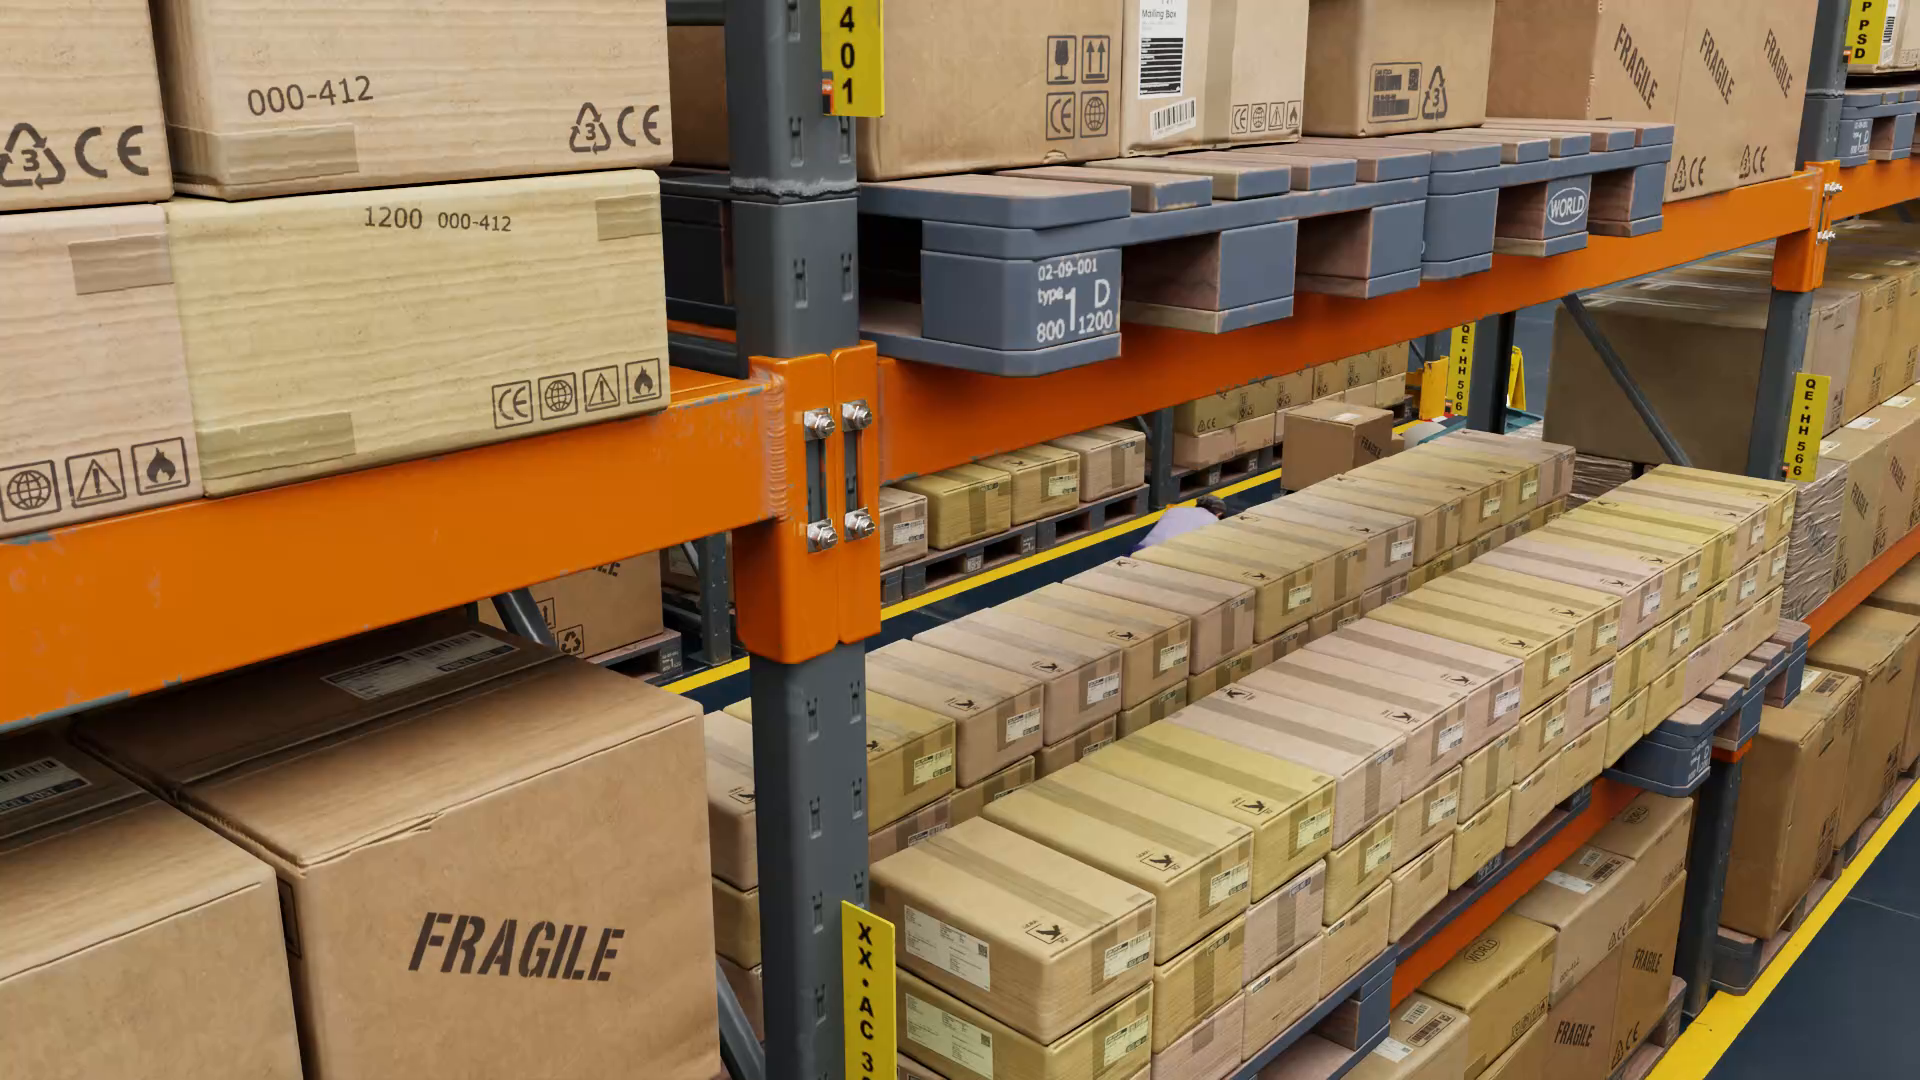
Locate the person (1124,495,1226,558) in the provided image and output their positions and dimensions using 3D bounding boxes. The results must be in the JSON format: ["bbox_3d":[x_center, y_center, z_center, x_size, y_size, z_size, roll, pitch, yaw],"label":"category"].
[{"bbox_3d":[1.205,0.191,9.070,0.515,0.773,0.871,14,22,38],"label":"person"}]
